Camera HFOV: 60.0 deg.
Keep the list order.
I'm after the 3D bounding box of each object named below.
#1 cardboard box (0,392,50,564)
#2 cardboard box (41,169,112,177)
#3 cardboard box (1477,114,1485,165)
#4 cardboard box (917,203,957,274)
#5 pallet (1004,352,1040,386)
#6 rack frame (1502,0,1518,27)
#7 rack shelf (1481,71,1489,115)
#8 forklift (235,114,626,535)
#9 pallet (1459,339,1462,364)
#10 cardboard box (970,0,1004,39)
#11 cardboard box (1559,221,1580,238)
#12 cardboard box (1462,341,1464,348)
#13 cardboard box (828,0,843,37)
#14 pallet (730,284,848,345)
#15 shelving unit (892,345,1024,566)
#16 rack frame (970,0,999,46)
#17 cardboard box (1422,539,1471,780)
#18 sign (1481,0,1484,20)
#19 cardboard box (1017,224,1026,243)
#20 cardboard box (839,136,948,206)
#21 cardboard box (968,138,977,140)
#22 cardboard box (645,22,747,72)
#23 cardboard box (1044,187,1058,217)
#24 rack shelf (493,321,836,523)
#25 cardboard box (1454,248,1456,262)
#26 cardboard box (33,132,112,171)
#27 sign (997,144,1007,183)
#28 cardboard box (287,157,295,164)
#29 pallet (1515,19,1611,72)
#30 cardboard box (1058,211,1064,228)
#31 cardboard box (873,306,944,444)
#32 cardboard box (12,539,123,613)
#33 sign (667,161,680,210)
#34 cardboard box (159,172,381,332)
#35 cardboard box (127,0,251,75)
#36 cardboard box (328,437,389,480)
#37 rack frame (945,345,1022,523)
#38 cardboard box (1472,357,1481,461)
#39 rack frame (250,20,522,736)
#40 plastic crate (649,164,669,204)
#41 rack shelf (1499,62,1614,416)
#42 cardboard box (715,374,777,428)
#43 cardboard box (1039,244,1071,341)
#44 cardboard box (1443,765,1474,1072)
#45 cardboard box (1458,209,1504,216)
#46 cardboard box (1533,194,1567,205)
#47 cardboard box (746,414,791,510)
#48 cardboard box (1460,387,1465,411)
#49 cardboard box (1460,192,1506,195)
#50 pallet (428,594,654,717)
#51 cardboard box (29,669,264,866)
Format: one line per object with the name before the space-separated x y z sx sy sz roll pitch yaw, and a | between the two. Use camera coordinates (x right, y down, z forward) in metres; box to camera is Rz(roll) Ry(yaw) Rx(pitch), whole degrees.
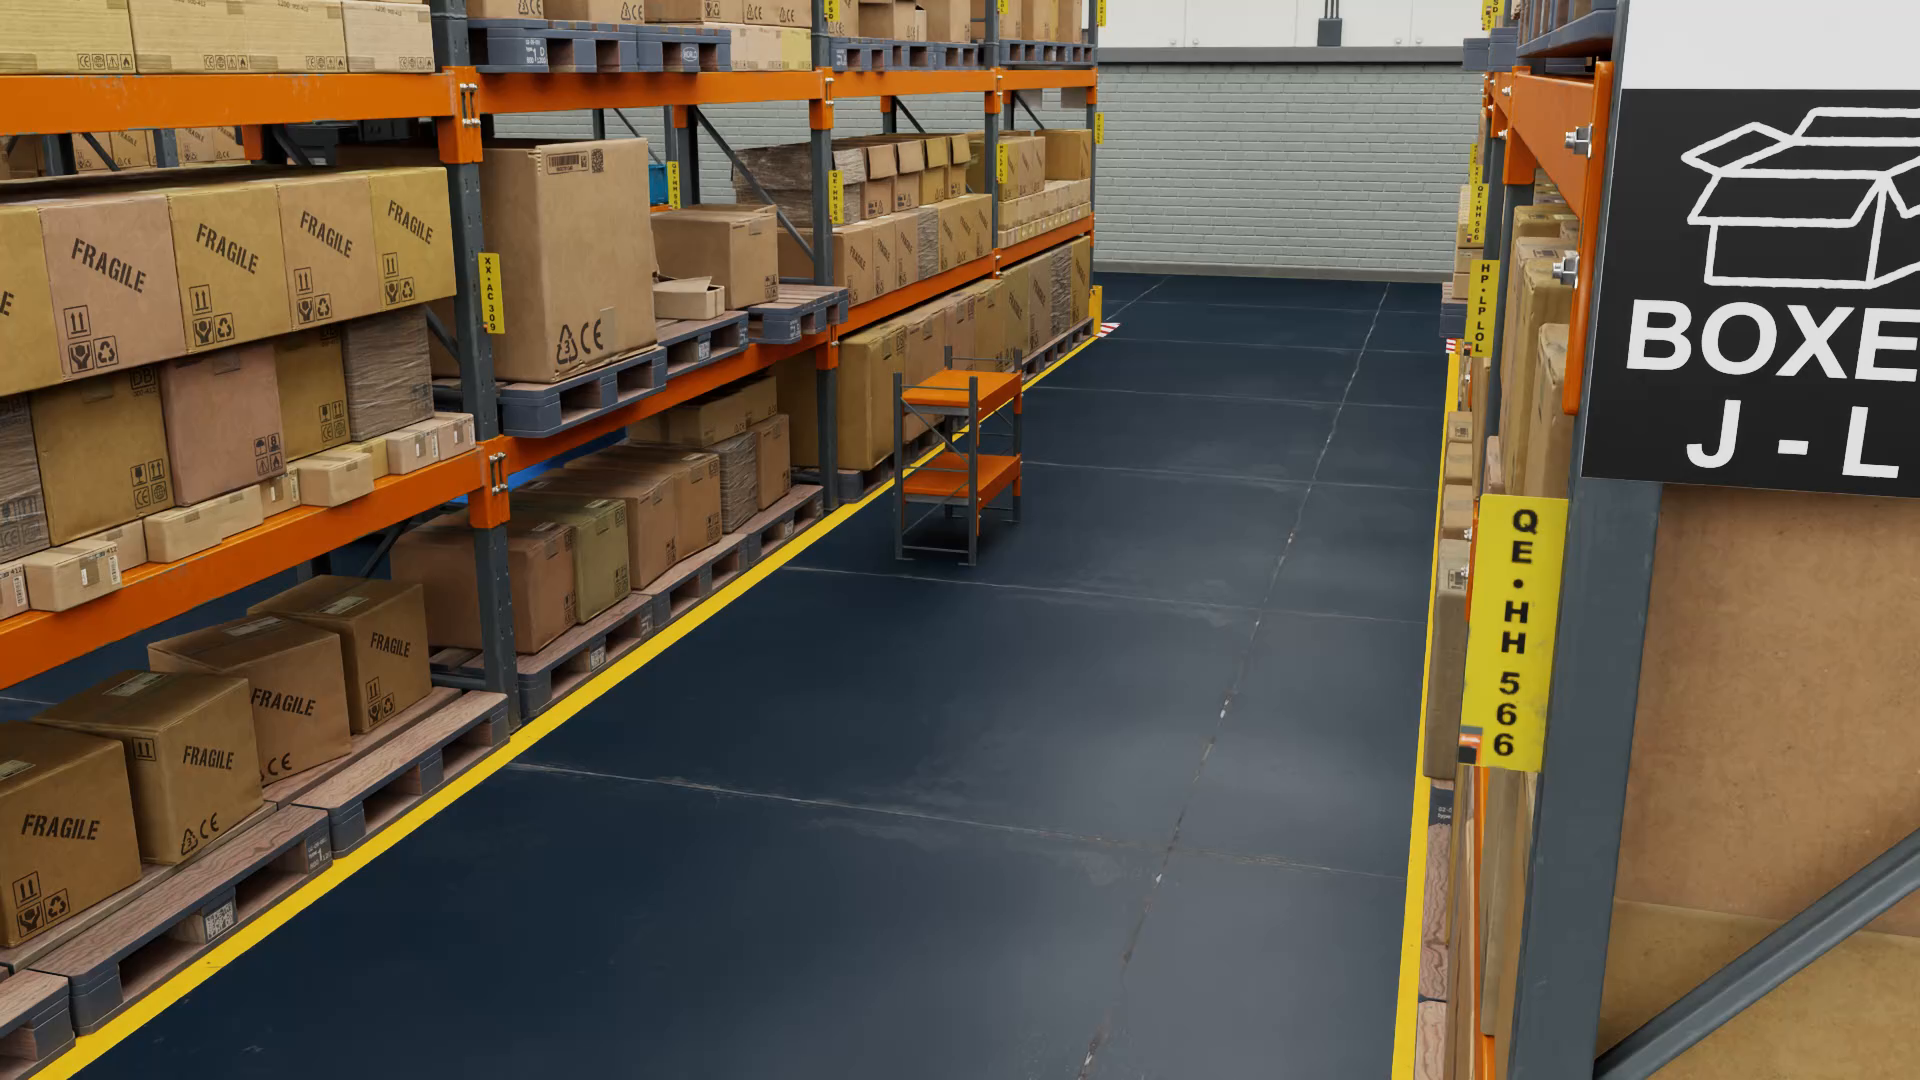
cardboard box | -3.186 -0.186 4.760 0.875 0.500 0.500 5 16 16
cardboard box | -9.260 -3.655 17.534 0.500 0.500 0.500 5 17 17
cardboard box | 4.574 -3.266 13.786 0.500 0.500 0.500 4 16 14
cardboard box | -0.329 -2.363 12.982 0.500 0.500 0.500 4 16 15
pallet | 0.122 -1.576 15.500 1.003 0.211 1.213 5 16 16
rack frame | 3.421 -4.154 8.482 1.000 3.000 0.127 5 16 16
rack shelf | 5.126 -3.934 14.524 1.077 0.370 4.000 5 16 16
forklift | -3.683 -1.550 10.424 3.031 2.935 1.130 6 17 19
pallet | 5.408 -1.789 16.251 1.003 0.211 1.213 5 16 16
cardboard box | -0.004 -4.676 14.684 0.700 0.500 0.500 4 16 13
cardboard box | 2.102 -0.566 4.574 0.875 0.550 0.550 5 16 16
cardboard box | 4.866 -1.747 15.448 0.380 0.149 0.250 4 16 13
cardboard box | -1.201 -3.538 10.852 0.797 0.503 0.637 6 17 19
pallet | -1.406 -1.392 10.090 1.213 0.211 1.003 5 16 16
shelving unit | 0.002 -0.543 10.182 0.538 1.125 1.048 5 16 16
rack frame | -0.169 -5.611 13.621 1.000 3.000 0.127 5 16 16
cardboard box | 2.374 0.490 6.458 1.050 0.750 0.750 5 16 16
sign | 5.174 -5.266 16.300 0.100 0.325 0.005 5 16 16
cardboard box | 0.383 -2.793 15.141 0.380 0.149 0.250 5 17 18
cardboard box | -0.549 -2.909 13.068 0.797 0.503 0.637 5 17 16
cardboard box | -0.148 -3.429 15.275 0.500 0.500 0.500 5 17 16
cardboard box | -1.479 -2.644 8.932 0.500 0.250 0.500 5 17 17
cardboard box | 0.651 -3.293 16.171 0.500 0.250 0.500 5 16 16
rack shelf | -1.874 -0.809 9.004 1.077 0.370 4.000 5 16 16
cardboard box | 3.271 -1.795 10.308 0.380 0.149 0.250 5 17 17
cardboard box | -9.262 -4.125 17.359 0.500 0.500 0.500 5 17 17
sign | 0.354 -3.204 14.153 0.100 0.325 0.005 5 16 16
cardboard box | -8.395 -4.451 20.340 0.500 0.500 0.500 5 17 18
pallet | 2.498 -1.816 6.087 0.805 0.209 1.217 4 16 14
cardboard box | 0.820 -3.197 16.563 0.380 0.149 0.250 5 16 16
cardboard box | -0.829 -1.270 12.434 1.225 0.875 0.875 5 16 16
cardboard box | -2.750 0.094 4.960 0.380 0.149 0.250 5 16 16
sign | -1.839 -2.278 10.741 0.100 0.325 0.005 5 16 16
cardboard box | -2.447 -1.034 5.918 0.500 0.500 0.500 5 16 16
cardboard box | -2.620 -1.594 5.230 0.500 0.250 0.500 5 16 15
cardboard box | -2.430 -0.307 6.374 0.380 0.149 0.250 5 16 16
rack frame | 0.146 -0.676 10.651 0.500 1.125 0.032 5 16 16
cardboard box | 2.320 -0.558 6.618 0.500 0.500 0.500 4 16 15
rack frame | -2.442 -0.632 7.061 1.000 3.000 0.127 5 16 16
plastic crate | -3.697 -4.099 19.110 0.616 0.435 0.499 5 16 16
rack shelf | 1.716 -0.795 3.455 1.077 0.370 4.000 5 16 16
cardboard box | -1.467 -0.871 10.303 0.500 0.250 0.500 5 17 18
cardboard box | 0.604 -2.540 16.910 0.875 0.875 0.875 5 16 16
cardboard box | 1.786 0.994 4.451 0.875 0.875 0.875 5 17 16
cardboard box | 3.341 -2.003 10.494 0.380 0.149 0.250 5 17 18
cardboard box | 2.708 -1.147 6.862 0.700 0.500 0.500 5 17 16
cardboard box | -1.477 -0.511 10.408 0.700 0.500 0.500 4 16 13
cardboard box | 3.643 -0.735 11.233 0.500 0.500 0.500 4 16 13
cardboard box | 3.783 -2.409 11.924 0.380 0.149 0.250 4 16 15
pallet | -2.223 0.506 8.160 1.003 0.211 1.213 5 16 16
cardboard box | -2.851 0.789 5.862 0.500 0.500 0.500 3 16 11
